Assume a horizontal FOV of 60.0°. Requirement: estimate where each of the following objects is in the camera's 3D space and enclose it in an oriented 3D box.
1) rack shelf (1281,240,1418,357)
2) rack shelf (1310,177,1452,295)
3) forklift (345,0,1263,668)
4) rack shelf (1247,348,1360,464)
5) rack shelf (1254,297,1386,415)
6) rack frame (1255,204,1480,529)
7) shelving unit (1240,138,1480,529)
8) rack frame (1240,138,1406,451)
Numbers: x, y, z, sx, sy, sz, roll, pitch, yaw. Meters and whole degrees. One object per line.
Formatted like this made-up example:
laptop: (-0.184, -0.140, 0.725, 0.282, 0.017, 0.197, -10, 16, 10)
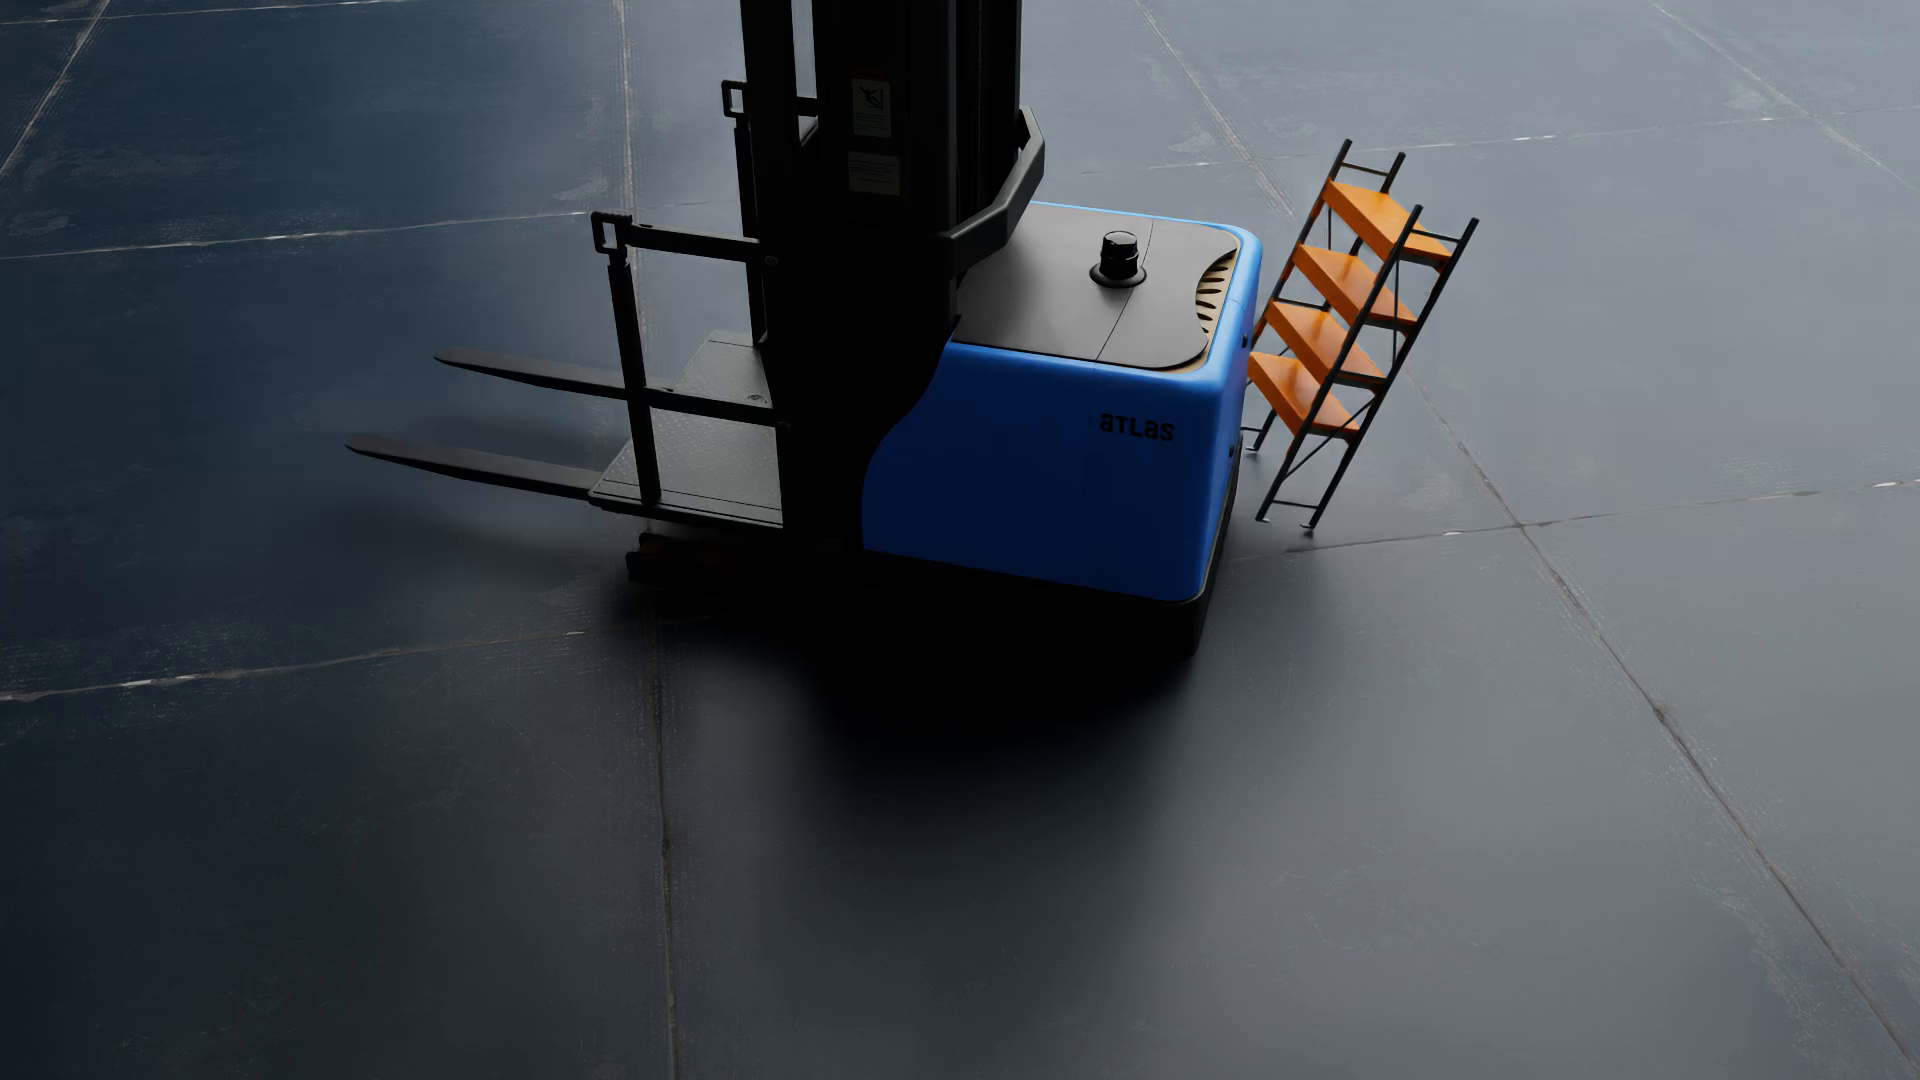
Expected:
rack shelf: (1.300, -0.804, 5.544, 0.258, 0.148, 0.480, 7, 34, -24)
rack shelf: (1.376, -0.992, 5.423, 0.258, 0.148, 0.480, 7, 34, -24)
forklift: (-0.604, -1.260, 4.983, 3.031, 2.935, 1.130, 10, 39, 12)
rack shelf: (1.165, -0.467, 5.760, 0.258, 0.148, 0.480, 7, 34, -24)
rack shelf: (1.228, -0.625, 5.658, 0.258, 0.148, 0.480, 7, 34, -24)
rack frame: (1.314, -0.534, 5.439, 0.240, 1.200, 0.015, 7, 34, -24)
shelving unit: (1.250, -0.679, 5.624, 0.258, 1.200, 0.503, 7, 34, -24)
rack frame: (1.186, -0.824, 5.809, 0.240, 1.200, 0.015, 7, 34, -24)
